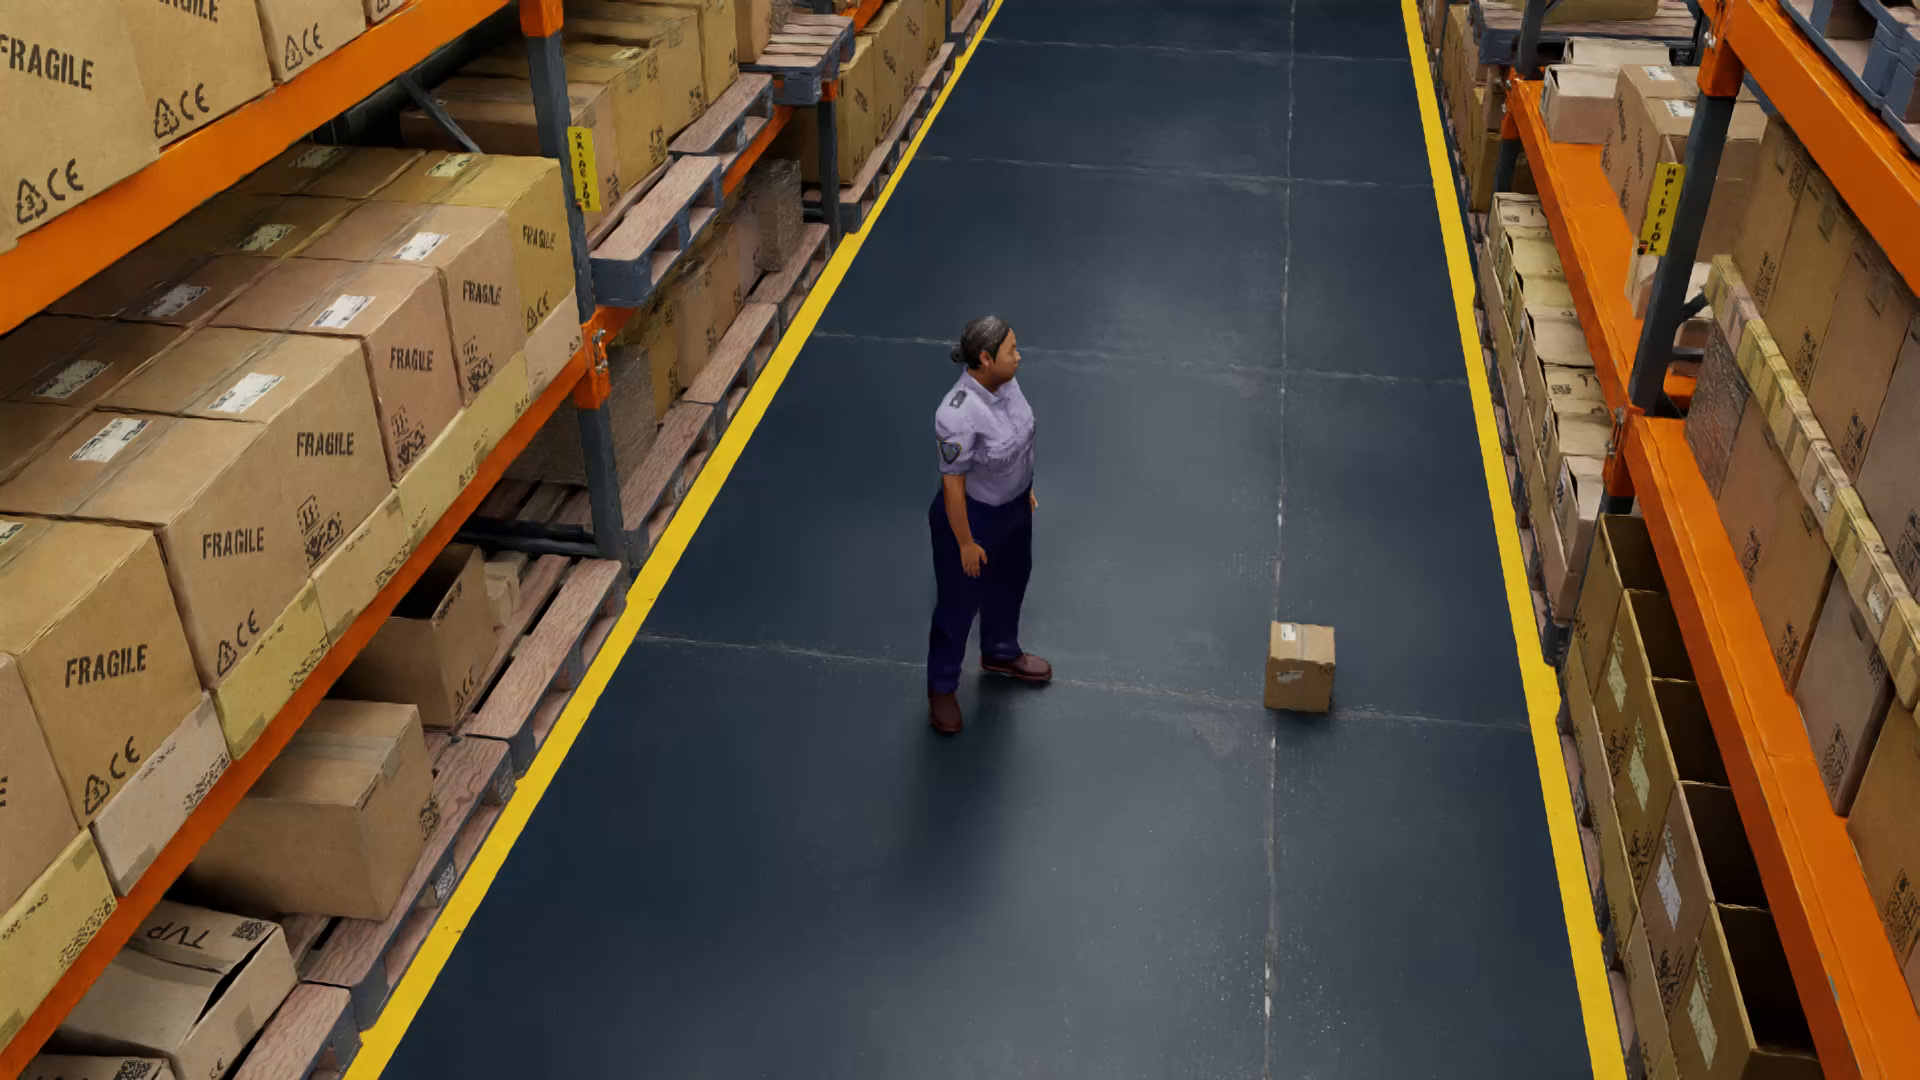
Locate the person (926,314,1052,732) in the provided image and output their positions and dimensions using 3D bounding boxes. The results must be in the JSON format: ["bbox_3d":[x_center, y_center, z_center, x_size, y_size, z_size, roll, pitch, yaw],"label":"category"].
[{"bbox_3d":[0.091,-0.084,6.240,0.374,1.653,0.602,19,37,27],"label":"person"}]
